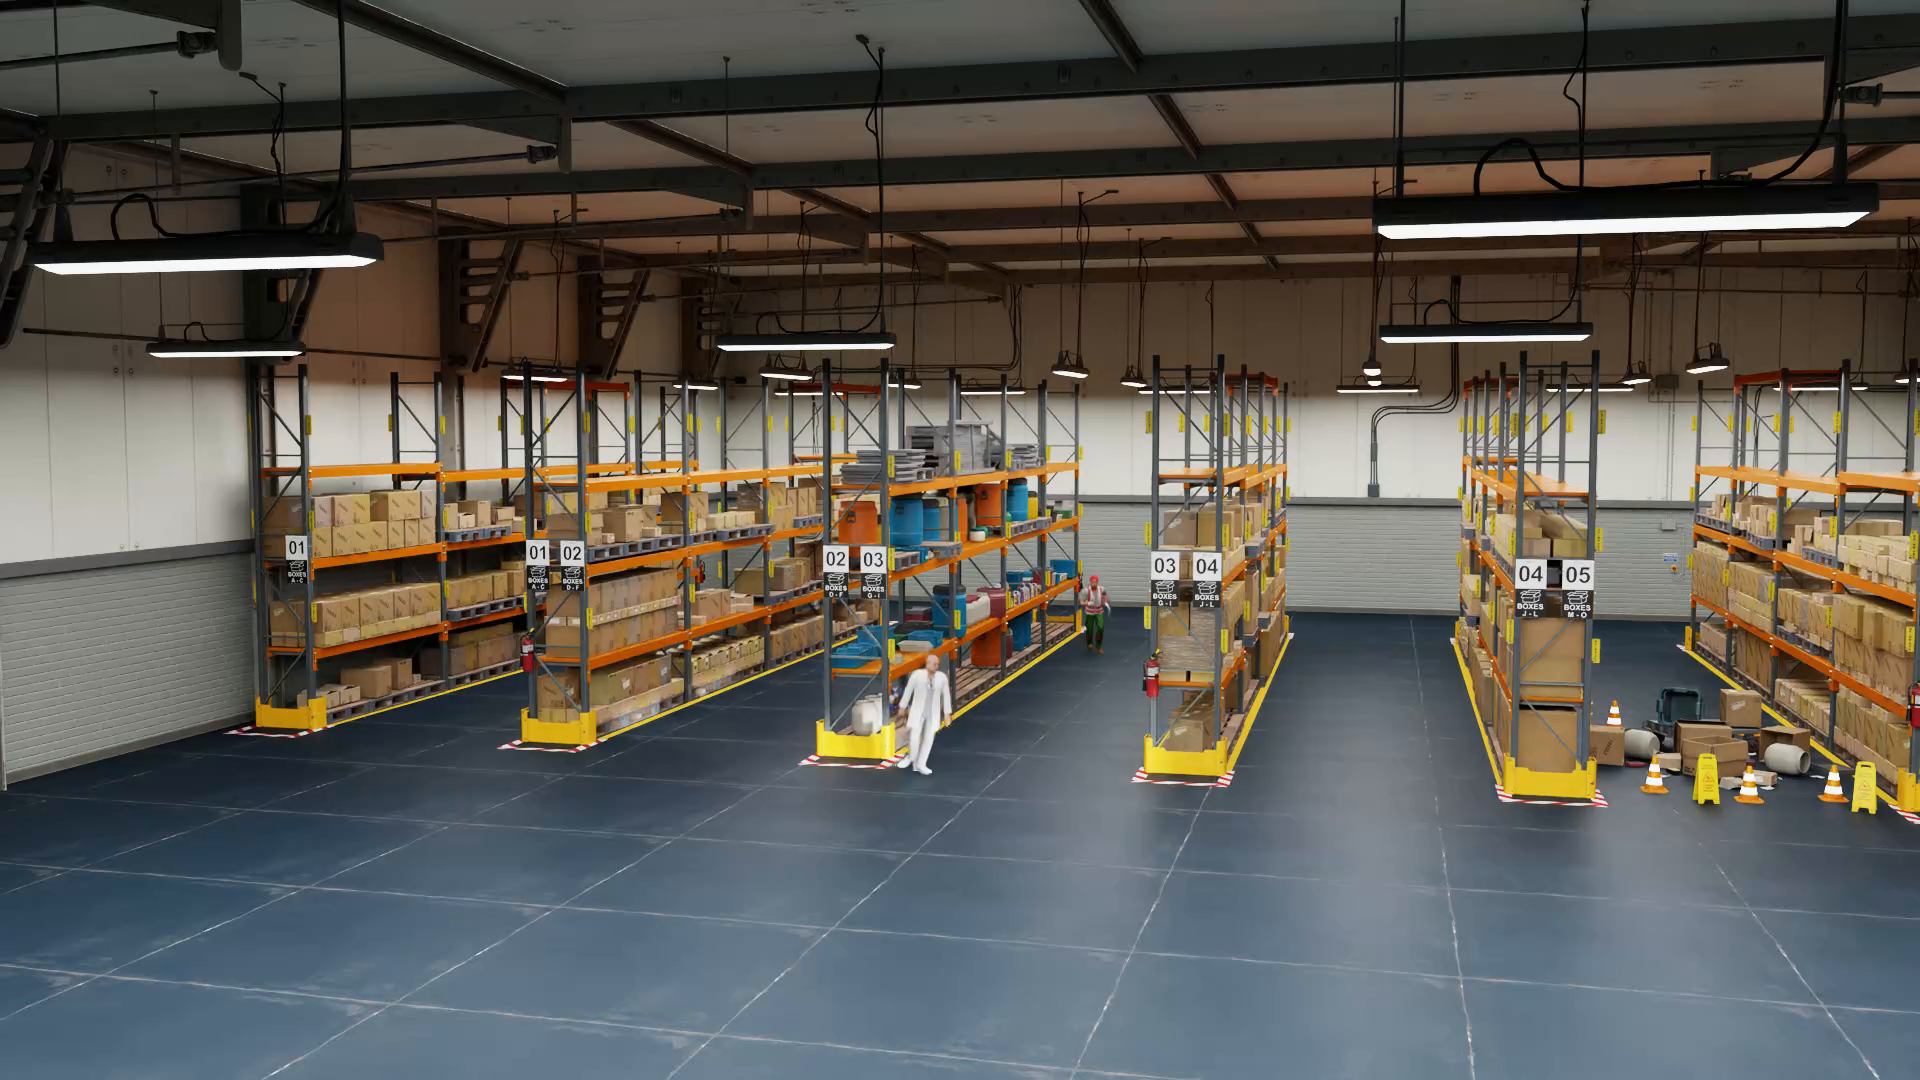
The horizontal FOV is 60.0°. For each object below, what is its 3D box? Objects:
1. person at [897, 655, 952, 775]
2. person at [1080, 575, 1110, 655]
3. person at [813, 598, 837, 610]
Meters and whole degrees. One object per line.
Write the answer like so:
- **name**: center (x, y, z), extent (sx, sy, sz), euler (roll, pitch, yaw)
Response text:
- **person**: center (-0.513, 2.494, 23.851), extent (0.742, 1.749, 0.568), euler (-1, 4, -14)
- **person**: center (2.961, 1.626, 36.462), extent (0.695, 1.742, 0.983), euler (0, 4, -3)
- **person**: center (-3.468, 1.096, 43.828), extent (0.981, 1.784, 0.642), euler (2, 4, 25)
